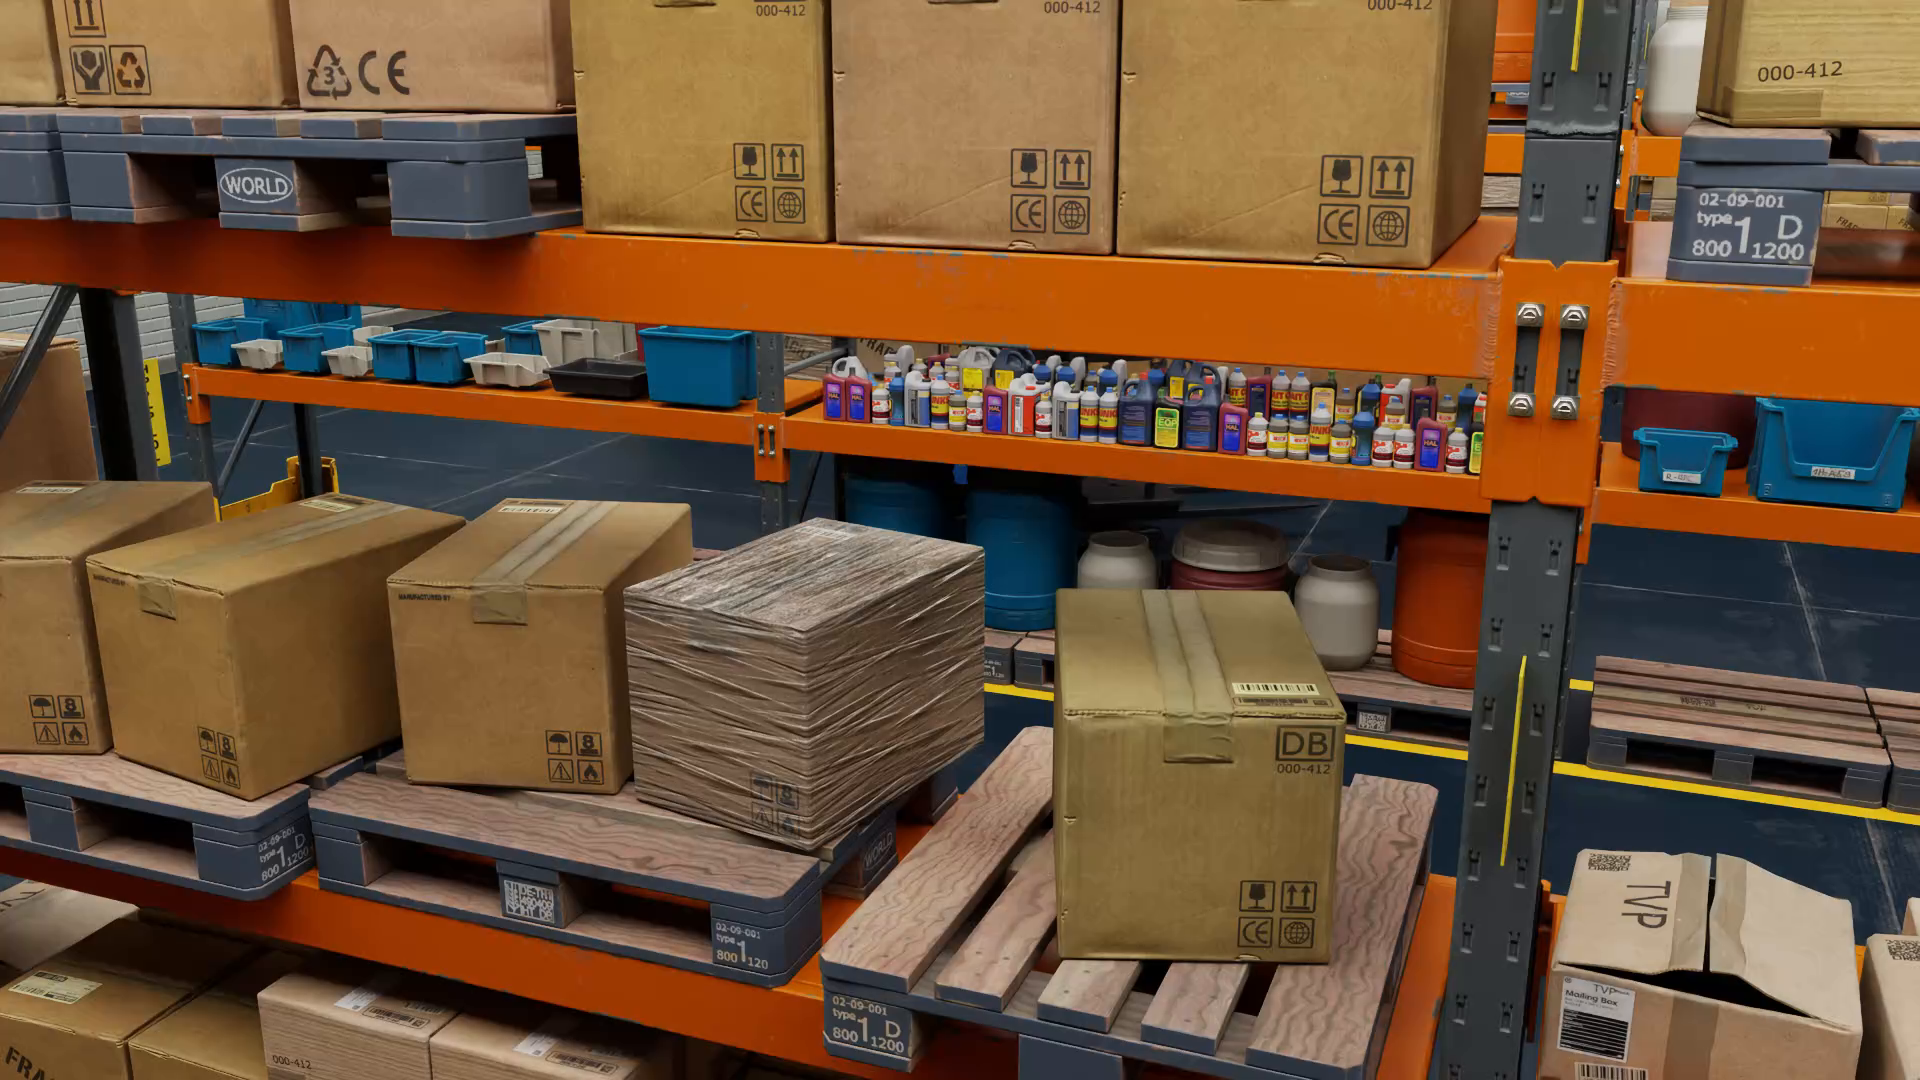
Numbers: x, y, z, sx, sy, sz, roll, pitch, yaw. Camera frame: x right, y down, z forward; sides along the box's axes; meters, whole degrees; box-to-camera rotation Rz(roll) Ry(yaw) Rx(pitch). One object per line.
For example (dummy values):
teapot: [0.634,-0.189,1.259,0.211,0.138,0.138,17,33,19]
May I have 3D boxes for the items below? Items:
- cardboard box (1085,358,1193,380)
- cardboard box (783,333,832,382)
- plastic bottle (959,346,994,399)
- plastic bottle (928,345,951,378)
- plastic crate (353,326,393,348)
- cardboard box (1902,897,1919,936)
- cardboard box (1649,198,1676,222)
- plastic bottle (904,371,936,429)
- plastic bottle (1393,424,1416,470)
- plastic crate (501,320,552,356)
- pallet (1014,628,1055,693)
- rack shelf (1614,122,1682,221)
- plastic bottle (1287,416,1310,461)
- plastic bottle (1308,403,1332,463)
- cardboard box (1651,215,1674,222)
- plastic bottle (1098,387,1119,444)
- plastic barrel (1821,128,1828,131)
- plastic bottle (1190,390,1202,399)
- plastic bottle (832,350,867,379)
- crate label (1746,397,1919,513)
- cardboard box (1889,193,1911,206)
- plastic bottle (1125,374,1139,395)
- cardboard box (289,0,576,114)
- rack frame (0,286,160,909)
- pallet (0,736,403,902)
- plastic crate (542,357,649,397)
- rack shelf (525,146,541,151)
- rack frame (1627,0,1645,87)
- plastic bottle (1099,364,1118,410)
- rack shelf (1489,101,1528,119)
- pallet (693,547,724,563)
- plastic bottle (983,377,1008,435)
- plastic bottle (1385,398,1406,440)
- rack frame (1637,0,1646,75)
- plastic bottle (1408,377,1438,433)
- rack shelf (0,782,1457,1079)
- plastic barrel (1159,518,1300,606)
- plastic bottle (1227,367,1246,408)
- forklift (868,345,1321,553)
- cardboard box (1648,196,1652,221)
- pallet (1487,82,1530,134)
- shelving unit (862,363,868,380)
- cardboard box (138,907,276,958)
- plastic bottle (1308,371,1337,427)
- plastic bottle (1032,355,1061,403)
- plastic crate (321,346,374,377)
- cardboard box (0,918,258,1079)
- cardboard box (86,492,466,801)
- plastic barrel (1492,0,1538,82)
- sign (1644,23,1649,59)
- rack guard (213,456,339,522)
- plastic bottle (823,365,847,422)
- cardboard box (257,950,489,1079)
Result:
cardboard box: [1.592,-1.371,13.574,0.875,0.875,1.225,6,17,21]
cardboard box: [-1.261,-1.703,14.716,0.875,0.875,0.875,6,17,21]
plastic bottle: [0.094,-0.895,8.966,0.185,0.351,0.144,6,17,21]
plastic bottle: [-0.111,-0.941,9.244,0.133,0.283,0.061,6,17,21]
plastic crate: [-3.724,-1.240,10.431,0.243,0.136,0.396,6,17,21]
cardboard box: [2.010,0.869,3.251,0.250,0.149,0.380,6,17,21]
cardboard box: [6.942,-3.049,16.116,0.500,0.500,0.500,6,17,21]
plastic bottle: [-0.197,-0.722,8.504,0.135,0.276,0.152,6,17,21]
plastic bottle: [2.044,-0.432,7.637,0.097,0.201,0.097,0,16,0]
plastic crate: [-2.545,-1.179,10.049,0.300,0.233,0.416,6,17,21]
pallet: [1.013,0.588,8.770,1.213,0.211,1.003,6,17,21]
rack shelf: [4.753,-1.447,6.687,4.000,0.370,1.077,6,17,21]
plastic bottle: [1.592,-0.482,7.808,0.097,0.201,0.097,0,16,0]
plastic bottle: [1.682,-0.505,7.764,0.097,0.271,0.097,0,16,0]
cardboard box: [5.227,-2.046,11.907,0.500,0.500,0.500,4,17,14]
plastic bottle: [0.728,-0.610,8.126,0.097,0.271,0.097,0,16,0]
plastic barrel: [3.577,-2.097,6.738,0.600,0.901,0.600,0,16,0]
plastic bottle: [1.177,-0.604,8.084,0.133,0.283,0.061,6,17,21]
plastic bottle: [-0.582,-0.818,8.698,0.185,0.351,0.144,6,17,21]
crate label: [3.718,-0.401,7.113,0.616,0.435,0.502,6,17,21]
cardboard box: [8.932,-3.389,15.495,0.500,0.500,0.700,6,17,21]
plastic bottle: [0.925,-0.782,8.845,0.097,0.201,0.097,0,16,0]
cardboard box: [-0.966,-1.213,3.480,0.600,0.600,0.600,6,17,18]
rack frame: [-2.649,0.319,4.695,0.127,3.000,1.000,6,17,21]
pallet: [-1.946,0.521,4.343,1.213,0.211,1.003,6,17,21]
plastic crate: [-1.968,-0.907,9.303,0.590,0.125,0.437,6,17,21]
rack shelf: [-2.689,-2.265,9.506,4.000,0.370,1.077,6,17,21]
rack frame: [2.893,-3.437,6.873,0.127,3.000,1.000,6,17,21]
plastic bottle: [0.778,-0.786,8.733,0.097,0.271,0.097,0,16,0]
rack shelf: [2.849,-3.140,12.521,4.000,0.370,1.077,6,17,21]
pallet: [-1.527,0.309,9.732,1.213,0.211,1.003,6,17,21]
plastic bottle: [0.182,-0.670,8.312,0.133,0.283,0.061,6,17,21]
plastic bottle: [2.150,-0.602,8.223,0.097,0.201,0.097,0,16,0]
rack frame: [4.710,-4.722,11.298,0.127,3.000,1.000,6,17,21]
plastic bottle: [2.320,-0.674,8.324,0.133,0.283,0.061,6,17,21]
rack shelf: [-0.789,0.869,4.091,4.000,0.370,1.077,6,17,21]
plastic barrel: [1.381,0.239,8.542,0.708,0.588,0.600,6,17,21]
plastic bottle: [1.436,-0.760,8.641,0.097,0.271,0.097,0,16,0]
forklift: [0.884,-1.451,10.915,3.031,2.935,1.130,-3,16,-10]
cardboard box: [7.141,-3.188,16.597,0.500,0.500,0.500,6,17,21]
pallet: [2.217,-2.010,7.675,1.213,0.211,1.003,6,17,21]
shelving unit: [-0.704,-0.542,10.887,0.189,1.200,0.258,-3,16,-10]
cardboard box: [-2.085,1.284,5.064,0.500,0.500,0.500,6,17,20]
plastic bottle: [1.856,-0.725,8.499,0.133,0.283,0.061,6,17,21]
plastic bottle: [0.466,-0.860,8.980,0.135,0.276,0.152,6,17,21]
plastic crate: [-3.542,-1.042,9.750,0.298,0.136,0.250,6,17,21]
cardboard box: [-2.289,1.421,4.594,0.500,0.500,0.500,5,17,18]
cardboard box: [-1.628,0.230,4.070,0.500,0.500,0.700,9,19,29]
plastic barrel: [2.366,-2.464,7.376,0.708,0.830,0.600,6,17,21]
sign: [6.423,-4.665,15.556,0.005,0.325,0.100,6,17,21]
rack guard: [-4.577,-0.173,10.874,0.348,0.500,1.175,6,17,21]
plastic bottle: [-0.644,-0.761,8.625,0.133,0.283,0.061,6,17,21]
cardboard box: [-1.359,1.163,4.137,0.500,0.250,0.500,6,17,21]
